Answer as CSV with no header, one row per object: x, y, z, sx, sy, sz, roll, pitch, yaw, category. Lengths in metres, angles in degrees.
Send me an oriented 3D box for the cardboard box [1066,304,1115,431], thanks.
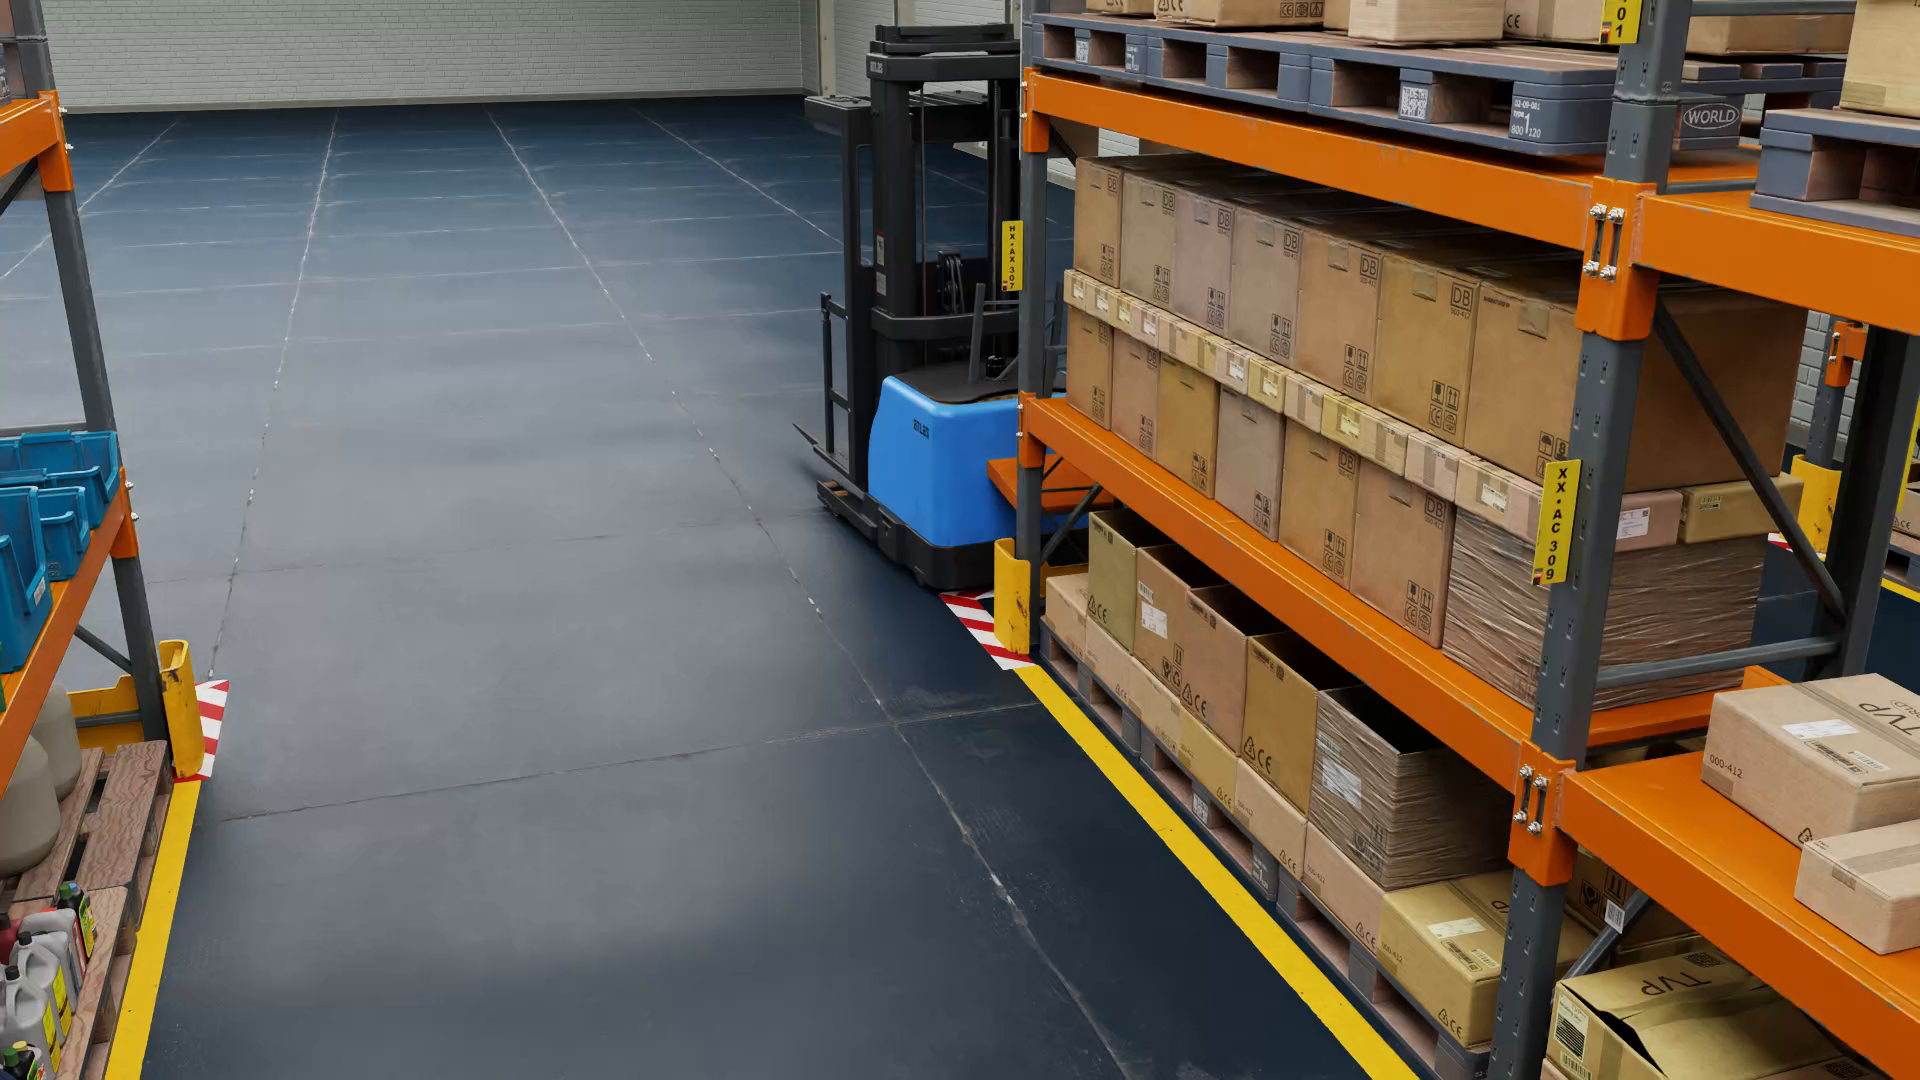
0.909,-0.837,7.660,0.700,0.500,0.500,-6,21,-17,cardboard box

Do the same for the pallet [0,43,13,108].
-3.762,-1.463,5.393,1.003,0.211,1.213,-6,21,-17,pallet

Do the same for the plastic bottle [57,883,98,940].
-2.936,1.237,5.524,0.097,0.201,0.097,0,20,0,plastic bottle

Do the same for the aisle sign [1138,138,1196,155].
1.032,-2.216,7.804,0.394,0.787,0.004,-6,21,-17,aisle sign

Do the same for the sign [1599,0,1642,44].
1.505,-1.290,3.751,0.100,0.325,0.005,-6,21,-17,sign

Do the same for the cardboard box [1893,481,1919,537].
5.608,-0.178,9.302,0.500,0.311,0.500,-9,22,-23,cardboard box

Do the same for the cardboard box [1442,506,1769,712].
1.886,0.154,4.902,0.700,0.500,0.500,-7,21,-19,cardboard box

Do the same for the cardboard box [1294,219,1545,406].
1.569,-0.779,5.582,0.700,0.500,0.500,-6,21,-17,cardboard box

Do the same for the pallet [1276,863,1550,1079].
1.821,1.396,5.719,1.003,0.211,1.213,-6,21,-17,pallet

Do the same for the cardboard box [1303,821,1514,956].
1.530,1.152,5.718,0.500,0.250,0.500,-6,21,-17,cardboard box

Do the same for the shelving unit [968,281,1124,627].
0.435,-0.468,8.729,0.587,1.500,1.083,-4,27,-19,shelving unit

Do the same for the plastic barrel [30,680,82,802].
-3.650,0.761,6.420,0.421,0.512,0.421,0,20,0,plastic barrel

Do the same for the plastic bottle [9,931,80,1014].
-2.839,1.330,5.154,0.152,0.276,0.135,-7,21,-19,plastic bottle

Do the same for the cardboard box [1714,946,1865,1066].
2.431,1.275,4.546,0.500,0.311,0.500,-6,21,-17,cardboard box

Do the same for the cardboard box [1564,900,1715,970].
2.173,1.258,5.422,0.500,0.250,0.500,-6,21,-17,cardboard box

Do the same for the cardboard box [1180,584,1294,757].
1.200,0.480,6.479,0.500,0.500,0.500,-6,21,-17,cardboard box

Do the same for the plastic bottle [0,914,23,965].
-2.984,1.294,5.245,0.061,0.283,0.133,-6,21,-17,plastic bottle

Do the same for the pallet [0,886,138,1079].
-3.231,1.568,5.238,1.003,0.211,1.213,-6,21,-17,pallet

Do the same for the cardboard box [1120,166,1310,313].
1.096,-1.262,6.926,0.700,0.500,0.500,-7,21,-19,cardboard box

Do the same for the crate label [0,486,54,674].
-3.094,0.130,5.066,0.502,0.435,0.616,-6,21,-17,crate label

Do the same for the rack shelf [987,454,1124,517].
0.419,-0.311,8.814,0.538,0.185,1.000,-4,27,-19,rack shelf

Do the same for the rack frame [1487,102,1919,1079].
2.031,0.343,4.524,1.000,3.000,0.127,-6,21,-17,rack frame

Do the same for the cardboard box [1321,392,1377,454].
1.424,-0.401,5.487,0.380,0.149,0.250,-6,21,-17,cardboard box

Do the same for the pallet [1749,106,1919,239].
2.321,-0.697,3.266,0.805,0.209,1.217,-7,21,-19,pallet

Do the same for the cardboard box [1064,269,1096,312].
0.693,-1.144,7.557,0.380,0.149,0.250,-7,21,-18,cardboard box

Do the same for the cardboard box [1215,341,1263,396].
1.175,-0.651,6.184,0.380,0.149,0.250,-6,21,-17,cardboard box

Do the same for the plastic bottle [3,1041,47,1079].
-2.658,1.521,4.734,0.097,0.201,0.097,0,20,0,plastic bottle

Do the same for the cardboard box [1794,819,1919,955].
2.116,0.767,3.715,0.380,0.149,0.250,-6,21,-17,cardboard box

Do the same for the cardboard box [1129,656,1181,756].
1.049,0.672,7.055,0.500,0.250,0.500,-6,21,-17,cardboard box

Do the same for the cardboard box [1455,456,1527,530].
1.667,-0.153,4.799,0.380,0.149,0.250,-7,21,-18,cardboard box

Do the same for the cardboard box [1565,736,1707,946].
2.183,0.904,5.298,0.500,0.500,0.500,-6,21,-17,cardboard box

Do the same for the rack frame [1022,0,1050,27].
0.774,-3.764,7.084,1.000,3.000,0.127,-6,21,-17,rack frame

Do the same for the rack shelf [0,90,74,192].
-3.301,-0.847,4.464,1.077,0.370,4.000,-6,21,-17,rack shelf

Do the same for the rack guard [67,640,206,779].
-3.861,0.780,7.005,1.175,0.500,0.348,-6,21,-17,rack guard

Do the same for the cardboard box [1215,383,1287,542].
1.398,-0.340,6.278,0.700,0.500,0.500,-6,21,-16,cardboard box

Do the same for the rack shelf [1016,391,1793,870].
1.403,0.040,6.433,1.077,0.370,4.000,-6,21,-17,rack shelf

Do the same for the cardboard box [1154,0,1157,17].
0.977,-2.101,6.436,0.380,0.149,0.250,-6,21,-17,cardboard box

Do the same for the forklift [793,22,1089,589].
-0.250,-1.573,9.960,1.130,2.935,3.031,-8,21,-22,forklift

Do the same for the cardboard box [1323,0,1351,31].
1.633,-1.923,5.414,0.797,0.503,0.637,-4,20,-11,cardboard box

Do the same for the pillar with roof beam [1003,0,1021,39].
-3.228,-9.478,22.992,9.100,9.000,0.400,-6,21,-17,pillar with roof beam

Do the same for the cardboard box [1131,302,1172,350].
0.933,-0.898,6.873,0.380,0.149,0.250,-7,21,-18,cardboard box

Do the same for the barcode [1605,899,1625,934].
1.716,0.987,4.359,0.001,0.075,0.075,-6,21,-17,barcode

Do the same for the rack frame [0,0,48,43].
-3.929,-3.239,5.622,1.000,3.000,0.127,-6,21,-17,rack frame
